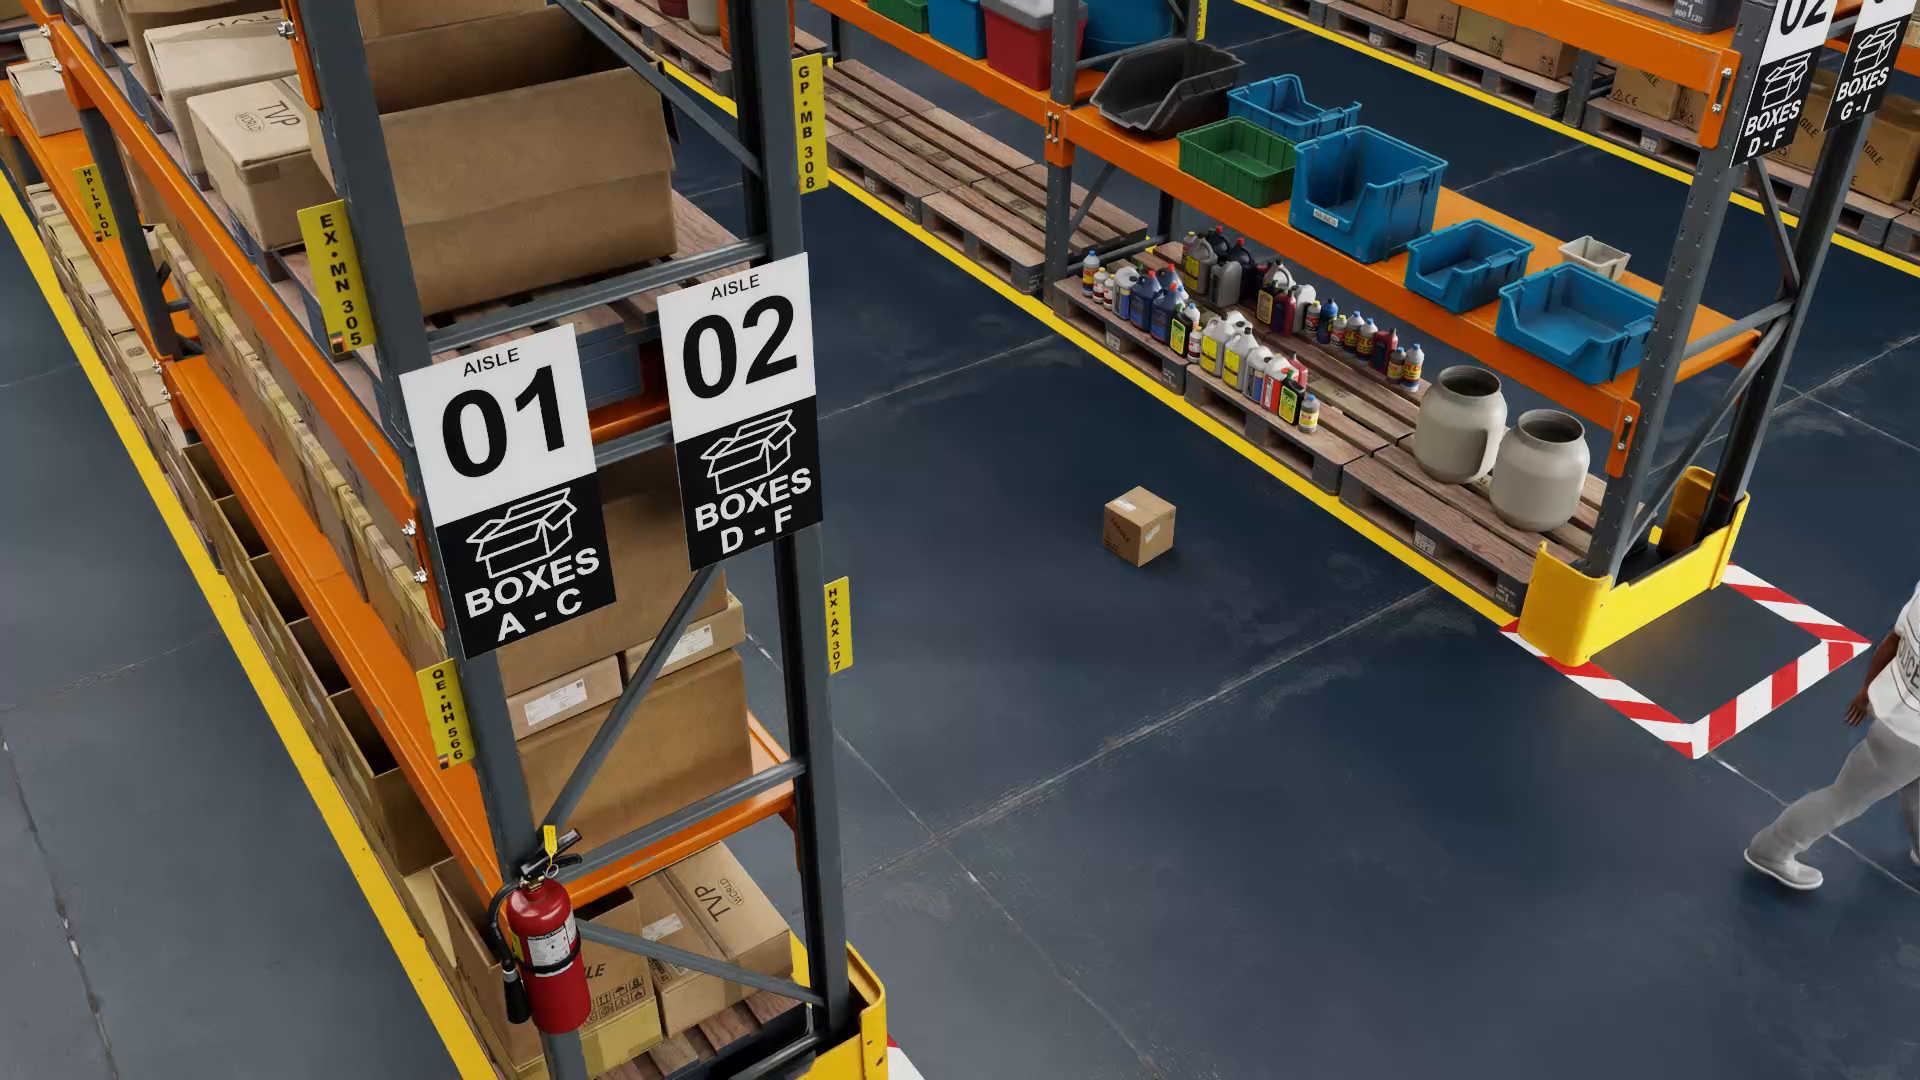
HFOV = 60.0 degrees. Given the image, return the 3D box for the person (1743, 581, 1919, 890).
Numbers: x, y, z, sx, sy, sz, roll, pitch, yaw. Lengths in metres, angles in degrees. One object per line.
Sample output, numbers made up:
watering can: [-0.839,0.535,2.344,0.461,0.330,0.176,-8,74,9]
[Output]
person: [3.559,0.666,6.053,0.932,1.660,0.441,9,38,12]
